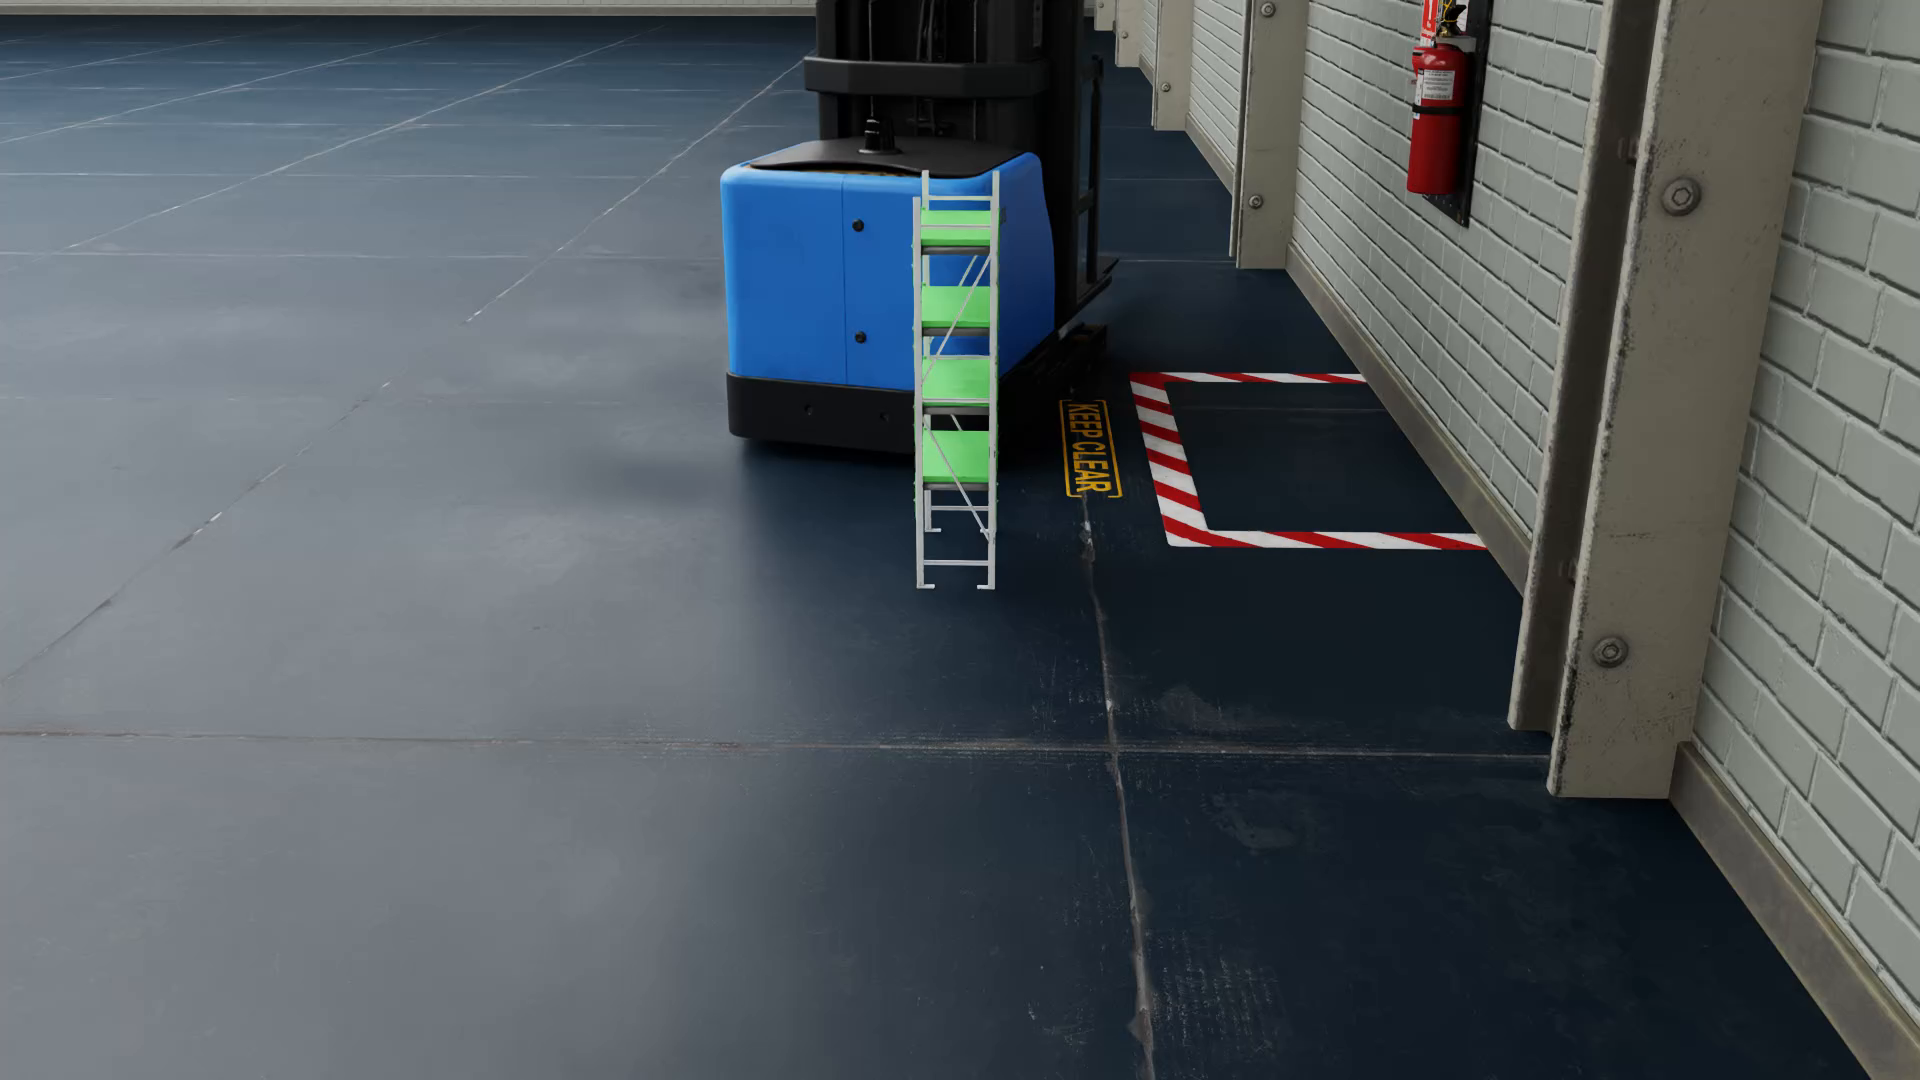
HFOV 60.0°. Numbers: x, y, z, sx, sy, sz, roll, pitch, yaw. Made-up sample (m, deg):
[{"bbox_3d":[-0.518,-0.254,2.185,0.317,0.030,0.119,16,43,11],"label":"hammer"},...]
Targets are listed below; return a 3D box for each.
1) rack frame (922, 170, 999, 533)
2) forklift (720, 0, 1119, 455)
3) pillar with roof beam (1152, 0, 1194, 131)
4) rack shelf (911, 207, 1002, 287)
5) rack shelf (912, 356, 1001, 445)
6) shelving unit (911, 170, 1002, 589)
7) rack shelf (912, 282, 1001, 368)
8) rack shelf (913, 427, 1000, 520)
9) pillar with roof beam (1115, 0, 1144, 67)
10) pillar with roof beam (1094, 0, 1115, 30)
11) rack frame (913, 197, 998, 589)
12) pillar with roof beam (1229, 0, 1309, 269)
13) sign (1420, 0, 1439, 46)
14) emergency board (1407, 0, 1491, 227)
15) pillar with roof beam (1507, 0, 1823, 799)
[{"bbox_3d":[0.002,-0.588,5.385,0.240,1.200,0.015,1,21,2],"label":"rack frame"},{"bbox_3d":[0.045,-2.163,7.052,1.130,2.935,3.031,7,22,17],"label":"forklift"},{"bbox_3d":[-2.368,-8.041,13.813,9.100,9.000,0.400,1,21,2],"label":"pillar with roof beam"},{"bbox_3d":[-0.005,-0.887,5.007,0.258,0.148,0.480,1,21,2],"label":"rack shelf"},{"bbox_3d":[-0.005,-0.440,5.181,0.258,0.148,0.480,1,21,2],"label":"rack shelf"},{"bbox_3d":[-0.005,-0.500,5.158,0.258,1.200,0.503,1,21,2],"label":"shelving unit"},{"bbox_3d":[-0.005,-0.664,5.094,0.258,0.148,0.480,1,21,2],"label":"rack shelf"},{"bbox_3d":[-0.005,-0.216,5.268,0.258,0.148,0.480,1,21,2],"label":"rack shelf"},{"bbox_3d":[-2.185,-10.211,19.404,9.100,9.000,0.400,1,21,2],"label":"pillar with roof beam"},{"bbox_3d":[-2.003,-12.380,24.995,9.100,9.000,0.400,1,21,2],"label":"pillar with roof beam"},{"bbox_3d":[-0.012,-0.411,4.930,0.240,1.200,0.015,1,21,2],"label":"rack frame"},{"bbox_3d":[-2.550,-5.872,8.222,9.100,9.000,0.400,1,21,2],"label":"pillar with roof beam"},{"bbox_3d":[1.804,-1.967,6.402,0.001,0.329,0.234,1,21,2],"label":"sign"},{"bbox_3d":[1.684,-1.751,5.896,0.194,1.169,0.643,1,21,2],"label":"emergency board"},{"bbox_3d":[-2.733,-3.702,2.631,9.100,9.000,0.400,1,21,2],"label":"pillar with roof beam"}]
